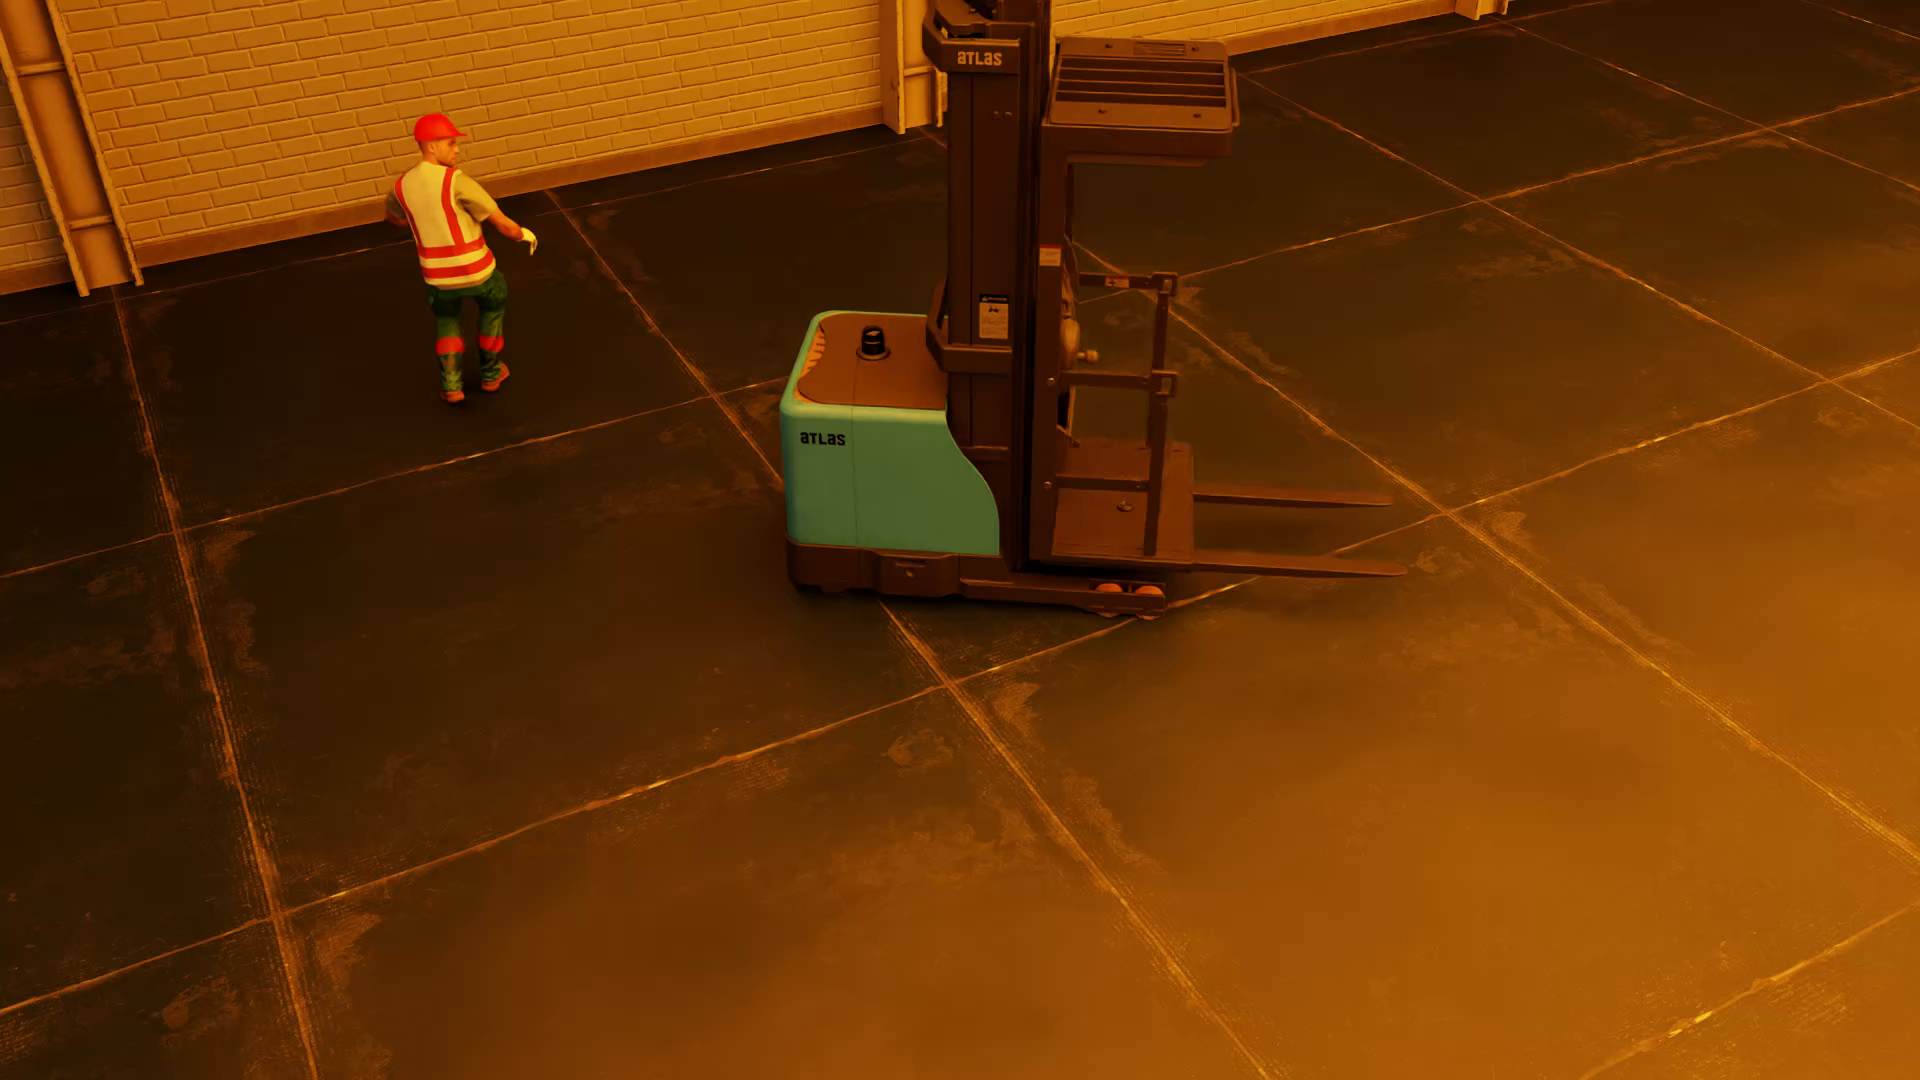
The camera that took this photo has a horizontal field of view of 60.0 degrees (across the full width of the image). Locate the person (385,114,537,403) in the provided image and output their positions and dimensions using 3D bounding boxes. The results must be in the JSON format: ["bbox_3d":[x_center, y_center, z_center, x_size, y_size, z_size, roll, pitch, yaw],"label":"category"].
[{"bbox_3d":[-2.823,-1.623,9.497,0.821,1.686,0.726,2,35,2],"label":"person"}]

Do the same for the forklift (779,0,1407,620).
[{"bbox_3d":[0.693,-1.133,7.726,3.031,2.935,1.130,3,35,5],"label":"forklift"}]
